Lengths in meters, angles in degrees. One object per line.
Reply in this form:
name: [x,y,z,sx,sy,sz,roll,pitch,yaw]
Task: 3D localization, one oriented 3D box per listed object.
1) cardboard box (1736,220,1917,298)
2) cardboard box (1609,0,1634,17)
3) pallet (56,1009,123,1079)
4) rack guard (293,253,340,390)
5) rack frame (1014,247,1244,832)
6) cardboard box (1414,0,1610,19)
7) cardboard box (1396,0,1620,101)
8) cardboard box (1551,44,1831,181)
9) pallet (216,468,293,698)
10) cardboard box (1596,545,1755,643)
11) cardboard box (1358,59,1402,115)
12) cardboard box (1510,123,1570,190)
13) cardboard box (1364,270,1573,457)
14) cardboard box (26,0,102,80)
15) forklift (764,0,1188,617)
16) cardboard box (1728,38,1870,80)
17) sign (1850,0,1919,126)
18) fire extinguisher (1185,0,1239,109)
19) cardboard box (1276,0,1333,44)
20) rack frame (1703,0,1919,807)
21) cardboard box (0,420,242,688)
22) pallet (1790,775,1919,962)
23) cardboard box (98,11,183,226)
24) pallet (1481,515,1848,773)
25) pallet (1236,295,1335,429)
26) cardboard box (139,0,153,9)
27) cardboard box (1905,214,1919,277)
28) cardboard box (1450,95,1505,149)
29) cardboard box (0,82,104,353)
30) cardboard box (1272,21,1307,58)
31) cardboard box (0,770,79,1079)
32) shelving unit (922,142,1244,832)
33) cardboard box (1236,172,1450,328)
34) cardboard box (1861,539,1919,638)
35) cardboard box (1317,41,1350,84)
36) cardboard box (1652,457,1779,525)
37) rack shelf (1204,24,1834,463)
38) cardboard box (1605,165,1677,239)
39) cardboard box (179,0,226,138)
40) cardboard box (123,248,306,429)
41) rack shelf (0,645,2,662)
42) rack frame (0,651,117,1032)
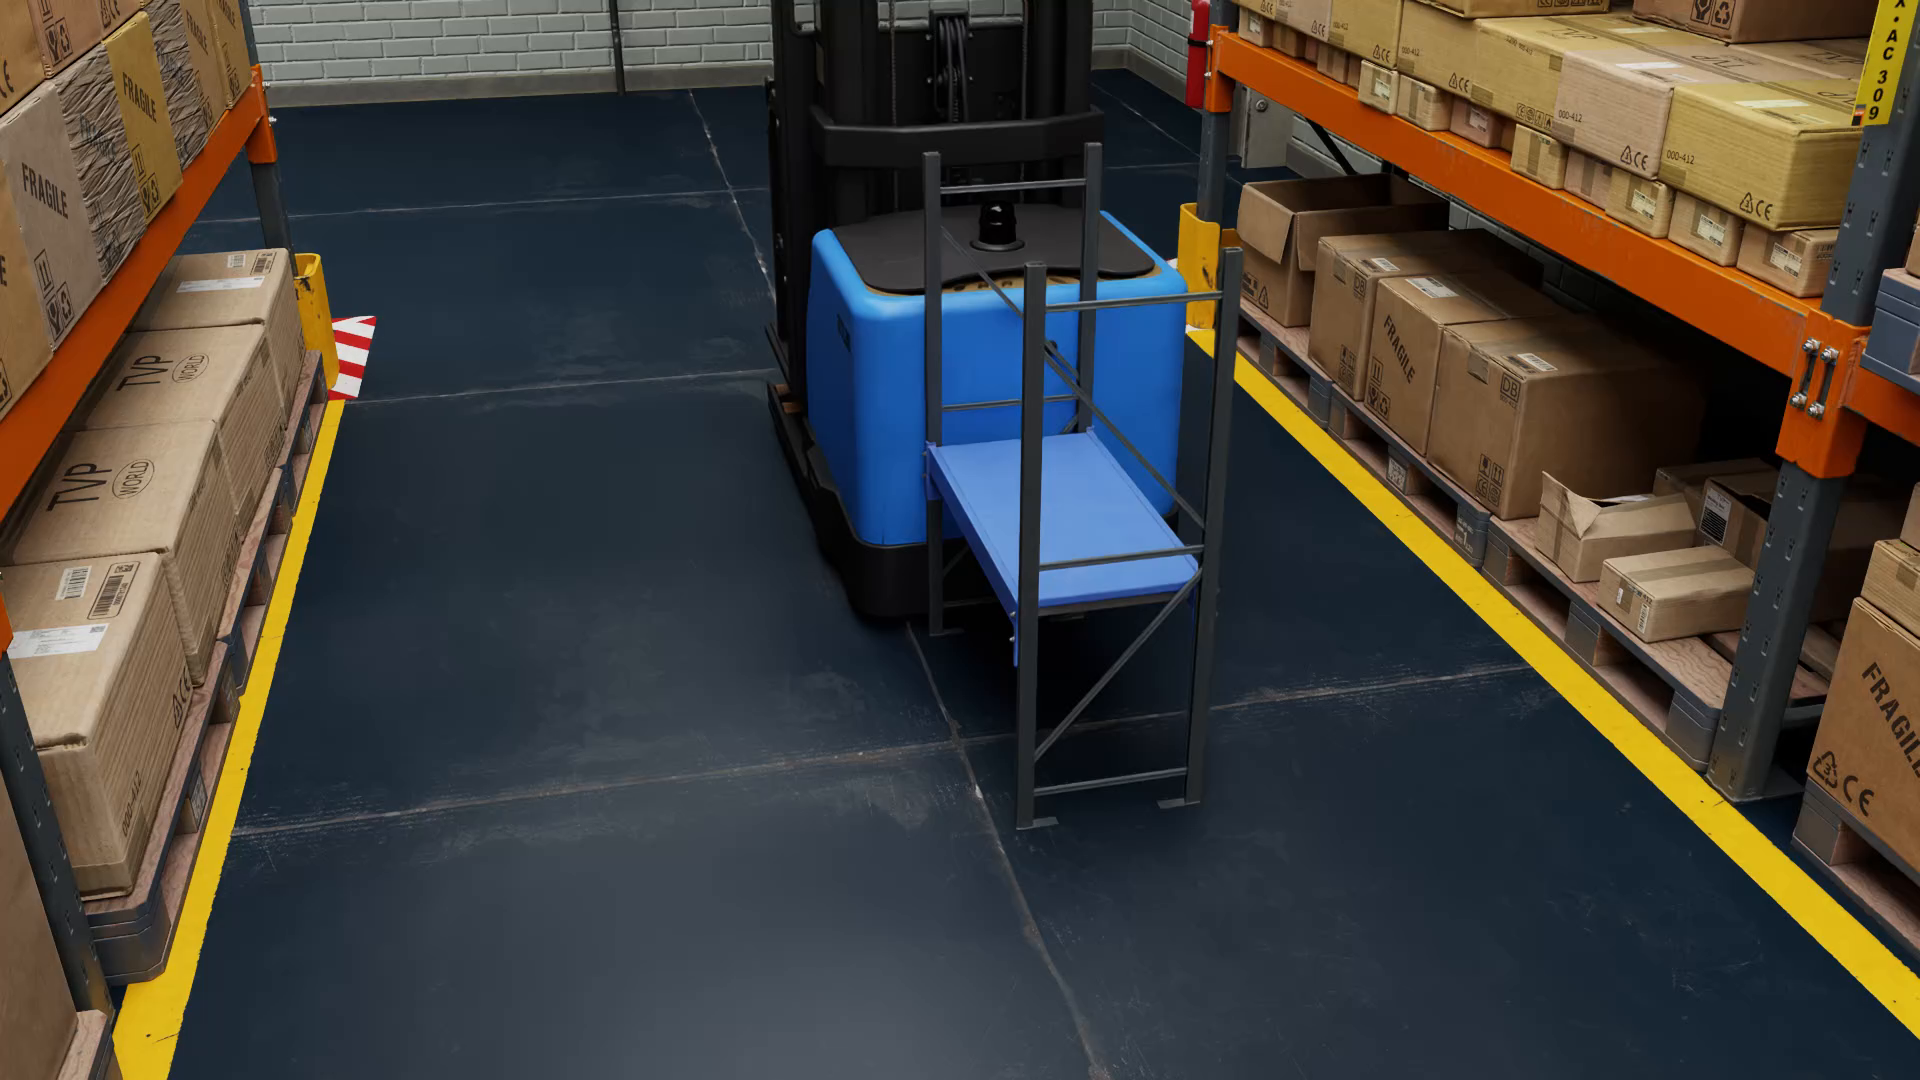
cardboard box: [2.183,-0.720,4.126,0.380,0.149,0.250,-6,27,-11]
cardboard box: [2.301,-1.691,5.607,0.500,0.250,0.500,-6,27,-12]
pallet: [-2.087,1.364,2.814,1.003,0.211,1.213,-6,27,-12]
rack guard: [-3.242,-0.863,6.904,1.175,0.500,0.348,-6,27,-12]
rack frame: [0.386,0.046,3.994,0.500,1.500,0.032,-6,27,-12]
cardboard box: [1.777,-1.989,5.367,0.500,0.500,0.500,-5,27,-10]
cardboard box: [1.806,-1.647,5.521,0.500,0.250,0.500,-7,28,-13]
cardboard box: [2.021,-1.201,4.636,0.500,0.250,0.500,-6,27,-11]
pallet: [-2.708,0.154,5.210,1.003,0.211,1.213,-6,27,-12]
cardboard box: [2.089,0.153,4.816,0.380,0.149,0.250,-7,28,-13]
cardboard box: [1.648,-1.619,5.907,0.380,0.149,0.250,-7,28,-13]
cardboard box: [1.903,-1.171,5.020,0.380,0.149,0.250,-6,27,-12]
cardboard box: [1.821,-0.646,6.008,0.500,0.500,0.500,-5,27,-11]
cardboard box: [-2.418,-1.385,3.945,0.500,0.500,0.500,-5,27,-11]
forklift: [-0.149,-1.716,5.896,1.130,2.935,3.031,-6,27,-12]
cardboard box: [2.532,-1.248,4.730,0.500,0.250,0.500,-6,27,-12]
sign: [1.974,-1.046,3.532,0.100,0.325,0.005,-6,27,-12]
fire extinguisher: [1.116,-2.290,7.459,0.296,0.674,0.183,-6,27,-12]
cardboard box: [1.553,-2.092,6.402,0.500,0.250,0.500,-6,27,-11]
rack frame: [2.500,-0.718,3.843,1.000,3.000,0.127,-6,27,-12]
cardboard box: [-2.574,0.065,4.670,0.875,0.438,0.875,-7,28,-13]
pallet: [2.721,0.880,3.772,1.003,0.211,1.213,-6,27,-12]
cardboard box: [-2.517,-1.156,4.600,0.500,0.500,0.500,-5,27,-10]
pallet: [2.347,0.226,5.069,1.003,0.211,1.213,-6,27,-12]
pallet: [1.797,-0.845,7.191,1.003,0.211,1.213,-6,27,-12]
cardboard box: [-2.641,-1.828,4.822,0.500,0.500,0.500,-6,27,-12]
cardboard box: [2.392,-0.715,3.260,0.700,0.500,0.500,-5,27,-10]
cardboard box: [1.852,-1.399,5.472,0.380,0.149,0.250,-6,27,-12]
cardboard box: [-2.295,-0.711,3.718,0.500,0.500,0.500,-6,27,-11]
cardboard box: [1.508,-2.082,6.826,0.380,0.149,0.250,-5,27,-10]
cardboard box: [-2.117,0.813,2.702,0.875,0.875,0.875,-5,27,-10]
shelving unit: [0.266,-0.176,4.435,0.538,1.500,1.048,-6,27,-12]
cardboard box: [1.645,-1.269,7.239,0.797,0.503,0.637,-7,28,-14]
cardboard box: [2.322,0.106,3.800,0.380,0.149,0.250,-5,27,-9]
cardboard box: [1.599,-1.853,6.372,0.380,0.149,0.250,-5,27,-10]
cardboard box: [2.484,-0.137,5.390,0.380,0.149,0.250,-6,27,-12]
rack shelf: [2.050,-1.275,5.745,1.077,0.370,4.000,-6,27,-12]
cardboard box: [2.021,-0.944,4.569,0.380,0.149,0.250,-5,27,-10]
cardboard box: [-2.771,-1.606,5.492,0.500,0.500,0.500,-7,28,-13]
cardboard box: [-2.990,-0.732,6.249,0.875,0.438,0.875,-7,28,-13]
rack shelf: [-1.884,0.987,1.264,1.077,0.370,4.000,-6,27,-12]
rack frame: [-2.335,-0.212,2.841,1.000,3.000,0.127,-6,27,-12]
